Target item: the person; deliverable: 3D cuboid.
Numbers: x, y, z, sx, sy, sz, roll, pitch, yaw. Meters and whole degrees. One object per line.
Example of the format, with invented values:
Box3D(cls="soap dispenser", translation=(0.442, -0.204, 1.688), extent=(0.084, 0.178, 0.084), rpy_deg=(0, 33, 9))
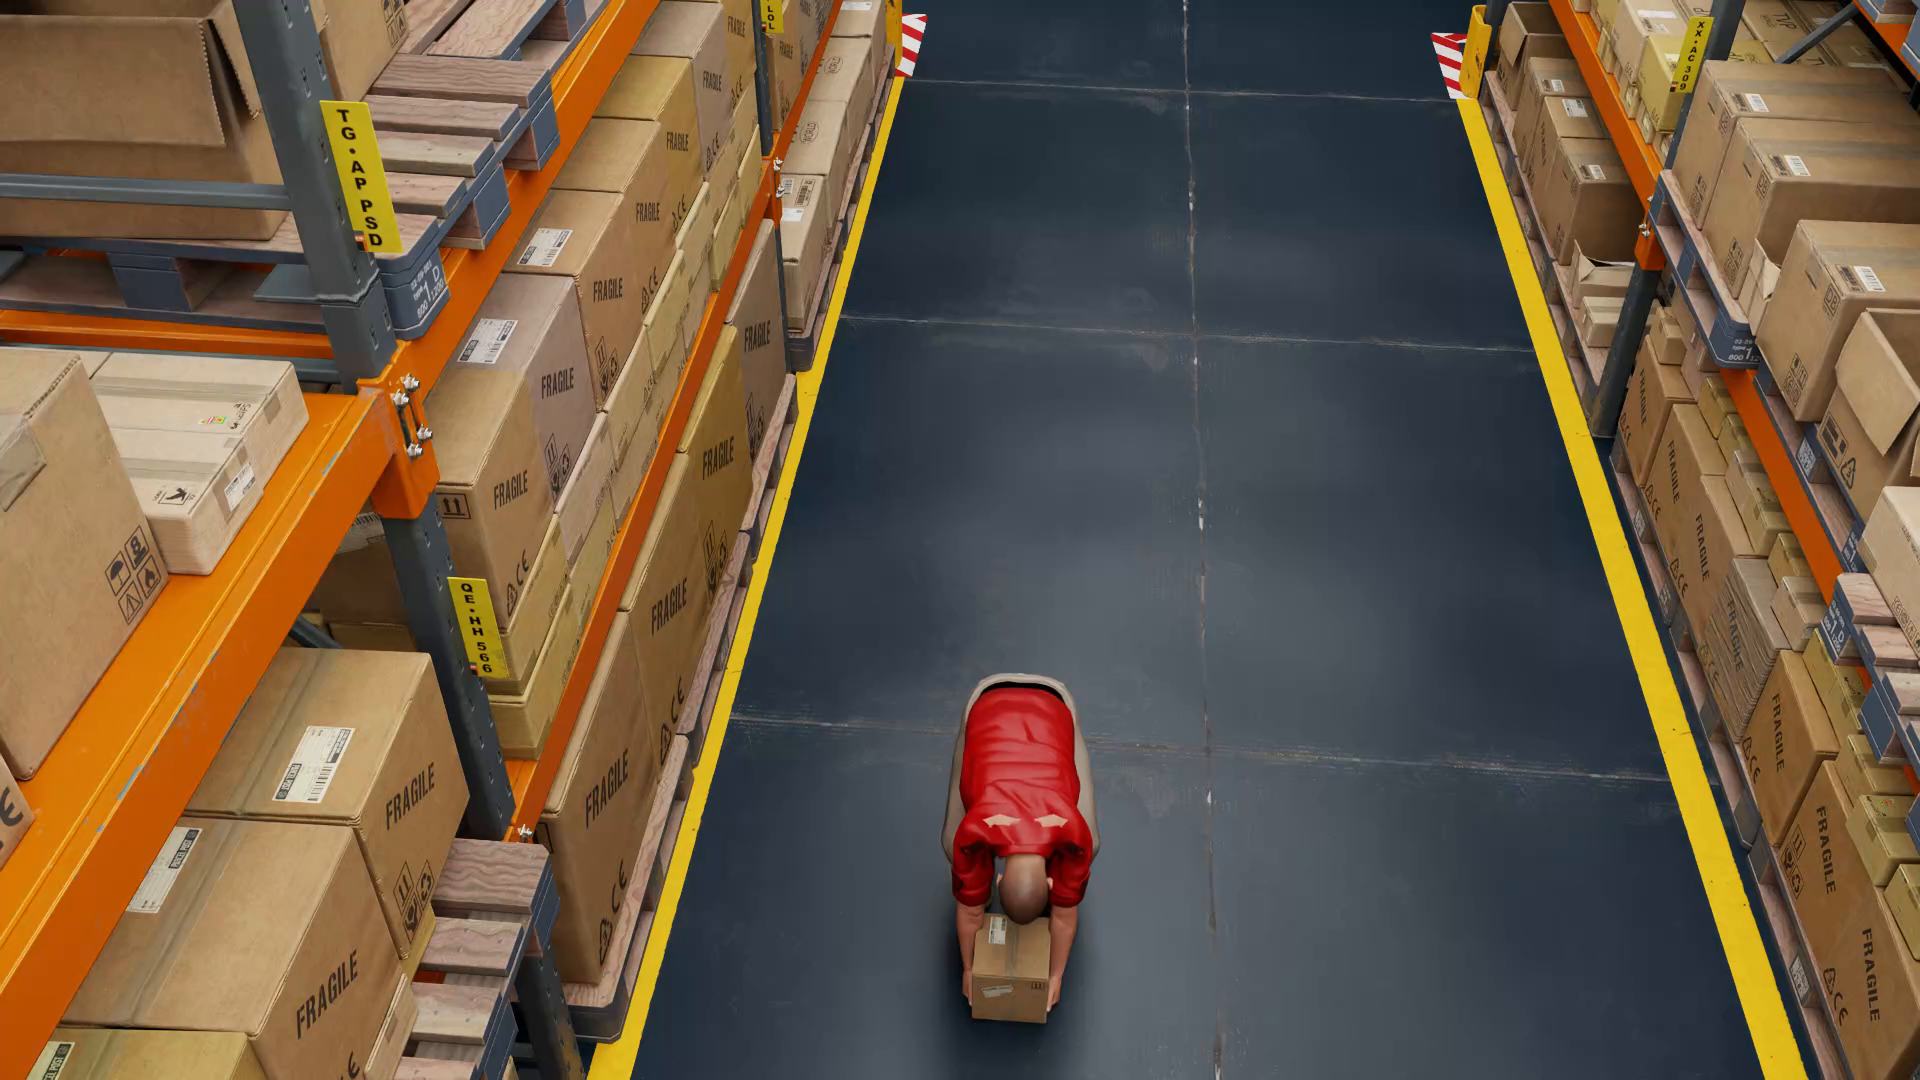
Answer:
Box3D(cls="person", translation=(0.205, 1.012, 5.621), extent=(0.543, 0.884, 0.956), rpy_deg=(2, 40, 2))
